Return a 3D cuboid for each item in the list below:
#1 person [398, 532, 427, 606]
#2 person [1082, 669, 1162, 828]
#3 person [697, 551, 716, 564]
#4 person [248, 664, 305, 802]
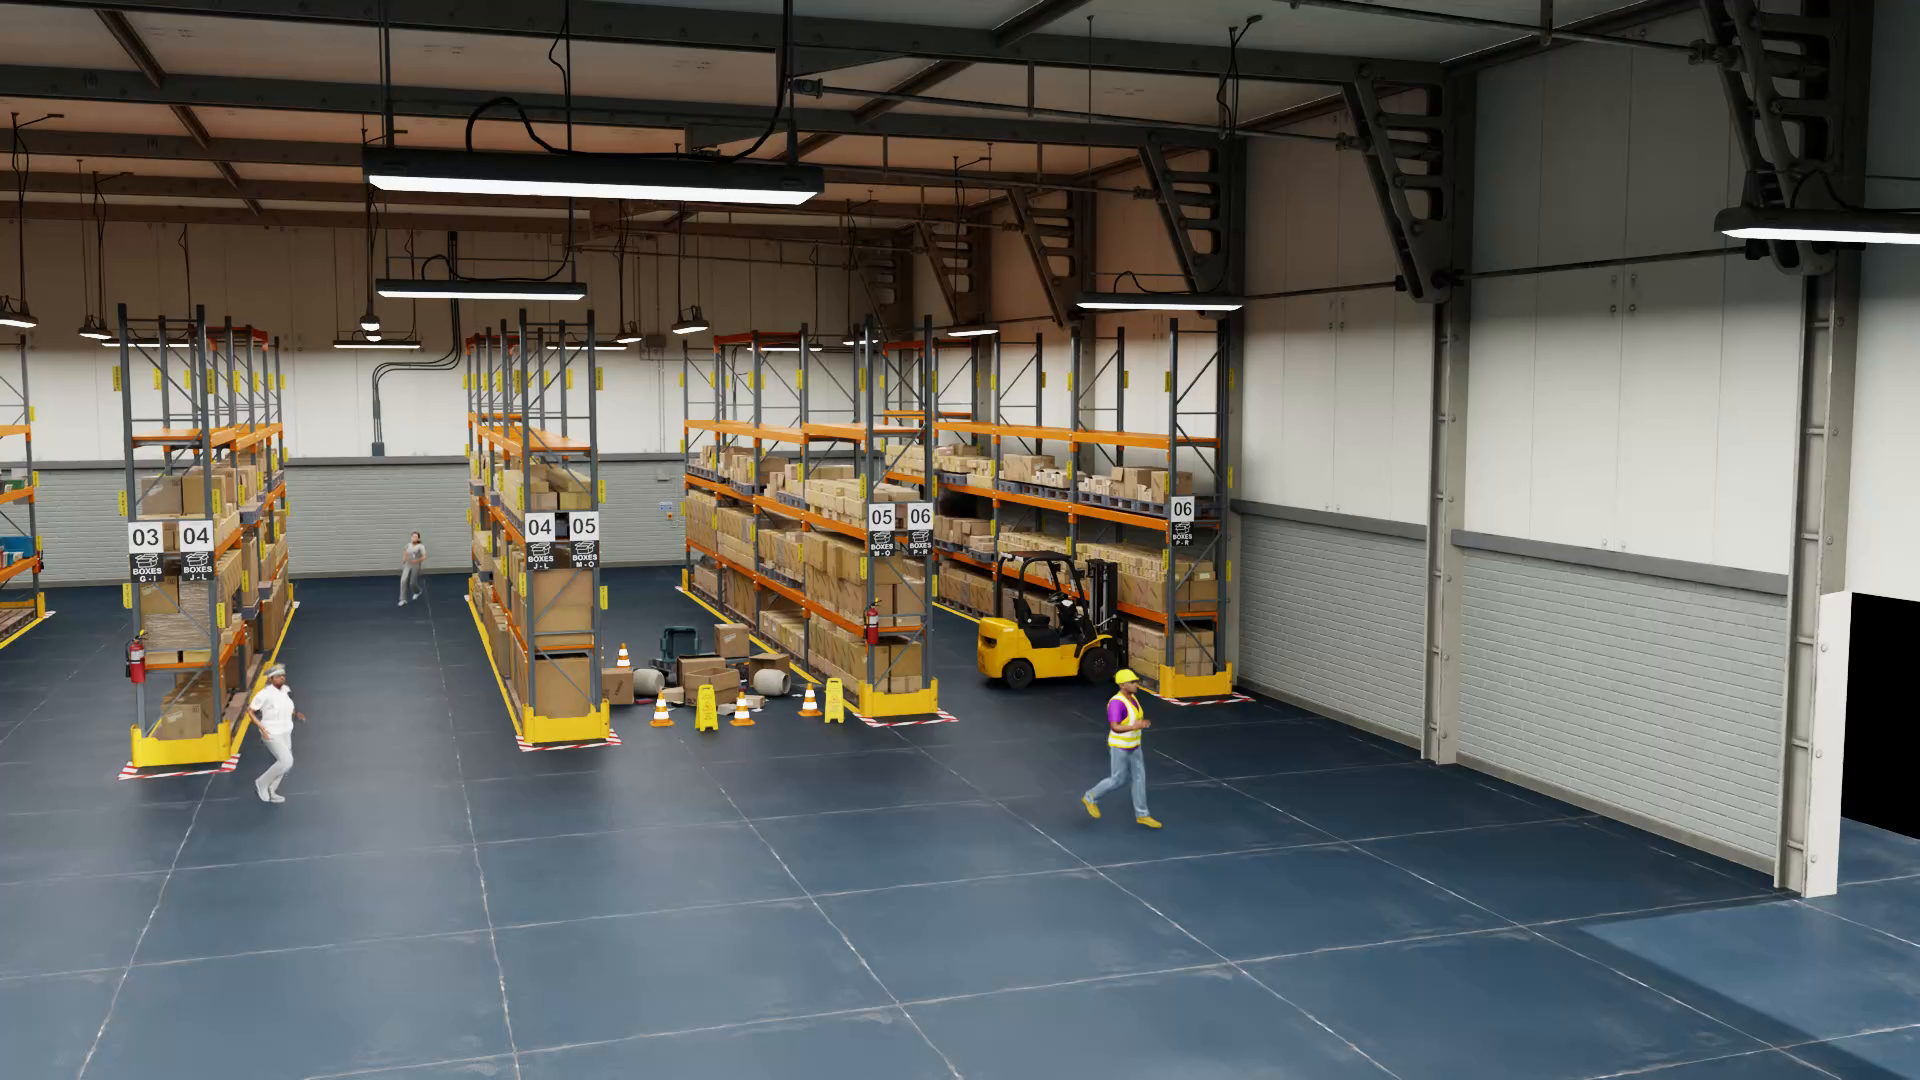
[{"bbox_3d":[-12.328,0.628,37.569,0.609,1.643,0.877,1,5,9],"label":"person"},{"bbox_3d":[1.833,2.323,18.708,0.949,1.757,0.722,3,6,30],"label":"person"},{"bbox_3d":[-6.363,0.203,41.463,0.897,1.715,0.722,2,6,21],"label":"person"},{"bbox_3d":[-8.078,2.296,19.799,0.564,1.668,0.561,2,6,19],"label":"person"}]
